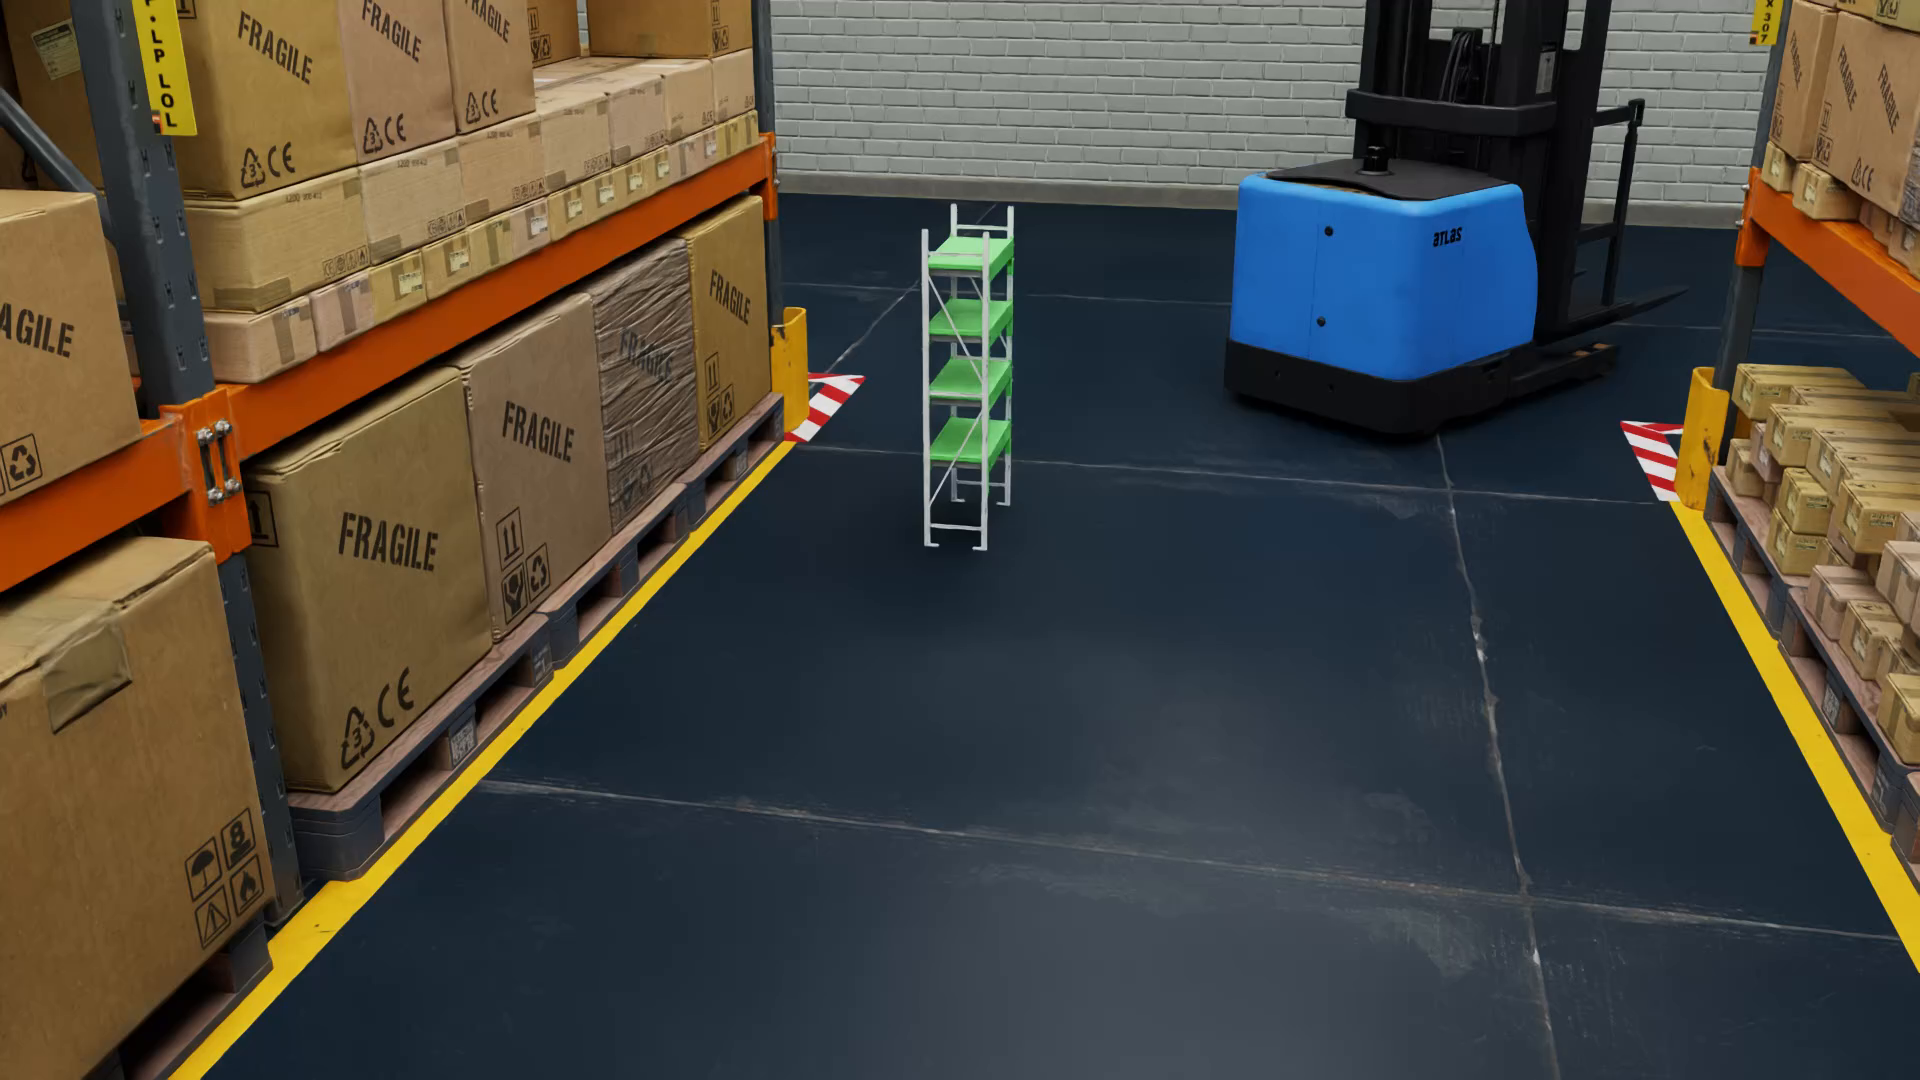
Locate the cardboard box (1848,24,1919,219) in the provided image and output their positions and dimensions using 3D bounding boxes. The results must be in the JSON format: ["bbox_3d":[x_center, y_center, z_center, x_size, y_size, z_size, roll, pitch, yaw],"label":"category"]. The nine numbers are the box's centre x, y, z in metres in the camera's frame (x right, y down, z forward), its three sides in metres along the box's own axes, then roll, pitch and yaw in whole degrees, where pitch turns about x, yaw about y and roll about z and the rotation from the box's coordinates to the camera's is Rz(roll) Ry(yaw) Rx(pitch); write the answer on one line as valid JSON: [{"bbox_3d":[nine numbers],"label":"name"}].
[{"bbox_3d":[2.970,-1.222,4.840,0.500,0.500,0.500,5,22,12],"label":"cardboard box"}]

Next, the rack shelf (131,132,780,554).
[{"bbox_3d":[-1.715,-0.906,5.552,1.077,0.370,4.000,4,22,11],"label":"rack shelf"}]

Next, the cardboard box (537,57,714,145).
[{"bbox_3d":[-1.250,-1.657,6.255,0.500,0.250,0.500,4,22,10],"label":"cardboard box"}]

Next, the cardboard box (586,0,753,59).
[{"bbox_3d":[-1.149,-2.190,6.574,0.500,0.500,0.500,5,22,12],"label":"cardboard box"}]

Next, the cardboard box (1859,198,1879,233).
[{"bbox_3d":[3.104,-1.051,5.283,0.380,0.149,0.250,6,23,13],"label":"cardboard box"}]

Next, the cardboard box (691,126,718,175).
[{"bbox_3d":[-1.161,-1.512,6.430,0.380,0.149,0.250,5,22,11],"label":"cardboard box"}]

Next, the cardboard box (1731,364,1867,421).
[{"bbox_3d":[3.089,-0.539,6.135,0.380,0.149,0.250,3,22,8],"label":"cardboard box"}]

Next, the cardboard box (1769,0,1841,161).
[{"bbox_3d":[3.166,-1.598,5.773,0.500,0.500,0.500,6,23,13],"label":"cardboard box"}]

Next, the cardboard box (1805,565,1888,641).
[{"bbox_3d":[2.837,0.202,5.091,0.380,0.149,0.250,3,22,8],"label":"cardboard box"}]

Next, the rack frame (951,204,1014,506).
[{"bbox_3d":[0.084,-0.706,6.501,0.240,1.200,0.015,4,22,11],"label":"rack frame"}]

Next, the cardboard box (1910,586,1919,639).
[{"bbox_3d":[2.681,0.225,4.237,0.380,0.149,0.250,3,22,8],"label":"cardboard box"}]

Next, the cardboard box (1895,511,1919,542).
[{"bbox_3d":[2.882,0.043,4.689,0.380,0.149,0.250,5,22,11],"label":"cardboard box"}]

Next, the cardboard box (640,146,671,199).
[{"bbox_3d":[-1.264,-1.326,5.967,0.380,0.149,0.250,4,22,10],"label":"cardboard box"}]

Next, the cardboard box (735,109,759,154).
[{"bbox_3d":[-1.057,-1.700,6.895,0.380,0.149,0.250,5,22,12],"label":"cardboard box"}]

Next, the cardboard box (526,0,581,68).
[{"bbox_3d":[-1.771,-2.050,6.227,0.500,0.500,0.500,4,22,10],"label":"cardboard box"}]

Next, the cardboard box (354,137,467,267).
[{"bbox_3d":[-1.664,-0.910,4.402,0.500,0.250,0.500,4,22,11],"label":"cardboard box"}]

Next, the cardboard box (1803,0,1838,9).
[{"bbox_3d":[3.177,-2.061,5.585,0.500,0.500,0.500,4,22,11],"label":"cardboard box"}]

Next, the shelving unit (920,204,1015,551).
[{"bbox_3d":[0.034,-0.617,6.280,0.258,1.200,0.503,4,22,11],"label":"shelving unit"}]

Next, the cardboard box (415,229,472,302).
[{"bbox_3d":[-1.578,-0.764,4.571,0.380,0.149,0.250,4,22,9],"label":"cardboard box"}]

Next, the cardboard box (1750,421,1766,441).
[{"bbox_3d":[3.170,-0.395,6.174,0.380,0.149,0.250,5,23,13],"label":"cardboard box"}]

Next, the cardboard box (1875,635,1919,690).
[{"bbox_3d":[2.789,0.396,4.609,0.380,0.149,0.250,5,22,12],"label":"cardboard box"}]

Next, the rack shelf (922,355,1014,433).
[{"bbox_3d":[0.034,-0.558,6.304,0.258,0.148,0.480,4,22,11],"label":"rack shelf"}]

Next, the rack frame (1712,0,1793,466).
[{"bbox_3d":[3.528,-1.556,6.203,1.000,3.000,0.127,4,22,11],"label":"rack frame"}]

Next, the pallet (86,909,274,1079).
[{"bbox_3d":[-2.206,1.073,3.407,1.003,0.211,1.213,4,22,11],"label":"pallet"}]

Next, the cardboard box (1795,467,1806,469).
[{"bbox_3d":[3.096,-0.203,5.697,0.380,0.149,0.250,5,22,12],"label":"cardboard box"}]

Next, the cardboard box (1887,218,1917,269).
[{"bbox_3d":[2.947,-0.865,4.823,0.380,0.149,0.250,4,22,10],"label":"cardboard box"}]

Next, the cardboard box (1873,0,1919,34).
[{"bbox_3d":[2.952,-1.687,4.657,0.500,0.500,0.500,4,22,10],"label":"cardboard box"}]

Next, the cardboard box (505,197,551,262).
[{"bbox_3d":[-1.473,-0.949,5.031,0.380,0.149,0.250,5,22,12],"label":"cardboard box"}]

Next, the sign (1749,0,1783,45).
[{"bbox_3d":[2.997,-1.999,6.144,0.100,0.325,0.005,4,22,11],"label":"sign"}]

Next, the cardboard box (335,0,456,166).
[{"bbox_3d":[-1.667,-1.260,4.266,0.500,0.500,0.500,4,22,11],"label":"cardboard box"}]

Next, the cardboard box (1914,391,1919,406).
[{"bbox_3d":[3.561,-0.404,5.800,0.380,0.149,0.250,5,22,12],"label":"cardboard box"}]

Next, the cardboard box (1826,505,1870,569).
[{"bbox_3d":[2.976,-0.013,5.226,0.380,0.149,0.250,3,22,8],"label":"cardboard box"}]

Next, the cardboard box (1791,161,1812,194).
[{"bbox_3d":[3.130,-1.250,5.779,0.380,0.149,0.250,5,23,13],"label":"cardboard box"}]

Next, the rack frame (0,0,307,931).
[{"bbox_3d":[-2.123,-0.509,3.601,1.000,3.000,0.127,4,22,11],"label":"rack frame"}]

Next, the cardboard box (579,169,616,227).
[{"bbox_3d":[-1.369,-1.141,5.507,0.380,0.149,0.250,5,22,12],"label":"cardboard box"}]

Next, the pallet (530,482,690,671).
[{"bbox_3d":[-1.644,0.065,5.909,1.003,0.211,1.213,4,22,11],"label":"pallet"}]

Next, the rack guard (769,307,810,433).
[{"bbox_3d":[-1.302,-0.821,7.722,1.175,0.500,0.348,4,22,11],"label":"rack guard"}]

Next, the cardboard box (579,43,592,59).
[{"bbox_3d":[-1.669,-1.885,6.821,0.500,0.250,0.500,4,22,9],"label":"cardboard box"}]

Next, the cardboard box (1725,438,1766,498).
[{"bbox_3d":[3.108,-0.262,6.242,0.380,0.149,0.250,5,22,12],"label":"cardboard box"}]

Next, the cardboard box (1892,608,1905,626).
[{"bbox_3d":[2.896,0.188,4.728,0.380,0.149,0.250,6,23,13],"label":"cardboard box"}]

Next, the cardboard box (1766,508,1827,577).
[{"bbox_3d":[2.931,0.017,5.551,0.380,0.149,0.250,5,22,12],"label":"cardboard box"}]

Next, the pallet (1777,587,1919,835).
[{"bbox_3d":[3.061,0.504,4.819,1.003,0.211,1.213,4,22,11],"label":"pallet"}]

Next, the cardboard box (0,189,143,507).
[{"bbox_3d":[-1.951,-0.363,3.106,0.500,0.500,0.500,5,22,11],"label":"cardboard box"}]

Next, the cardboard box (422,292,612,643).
[{"bbox_3d":[-1.726,-0.282,5.321,0.875,0.875,0.875,4,22,11],"label":"cardboard box"}]

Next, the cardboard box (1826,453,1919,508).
[{"bbox_3d":[2.938,-0.149,5.166,0.380,0.149,0.250,5,23,13],"label":"cardboard box"}]

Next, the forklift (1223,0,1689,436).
[{"bbox_3d":[2.699,-2.267,8.058,3.031,2.935,1.130,-19,28,-38],"label":"forklift"}]

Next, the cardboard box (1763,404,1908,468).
[{"bbox_3d":[2.974,-0.347,5.657,0.380,0.149,0.250,4,22,11],"label":"cardboard box"}]

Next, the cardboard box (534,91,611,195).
[{"bbox_3d":[-1.456,-1.280,5.319,0.500,0.250,0.500,4,22,11],"label":"cardboard box"}]

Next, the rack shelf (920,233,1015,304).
[{"bbox_3d":[0.034,-1.003,6.124,0.258,0.148,0.480,4,22,11],"label":"rack shelf"}]

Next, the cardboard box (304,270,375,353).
[{"bbox_3d":[-1.683,-0.571,4.092,0.380,0.149,0.250,4,22,9],"label":"cardboard box"}]

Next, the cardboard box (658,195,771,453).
[{"bbox_3d":[-1.359,-0.941,6.956,0.875,0.875,0.875,4,22,11],"label":"cardboard box"}]
